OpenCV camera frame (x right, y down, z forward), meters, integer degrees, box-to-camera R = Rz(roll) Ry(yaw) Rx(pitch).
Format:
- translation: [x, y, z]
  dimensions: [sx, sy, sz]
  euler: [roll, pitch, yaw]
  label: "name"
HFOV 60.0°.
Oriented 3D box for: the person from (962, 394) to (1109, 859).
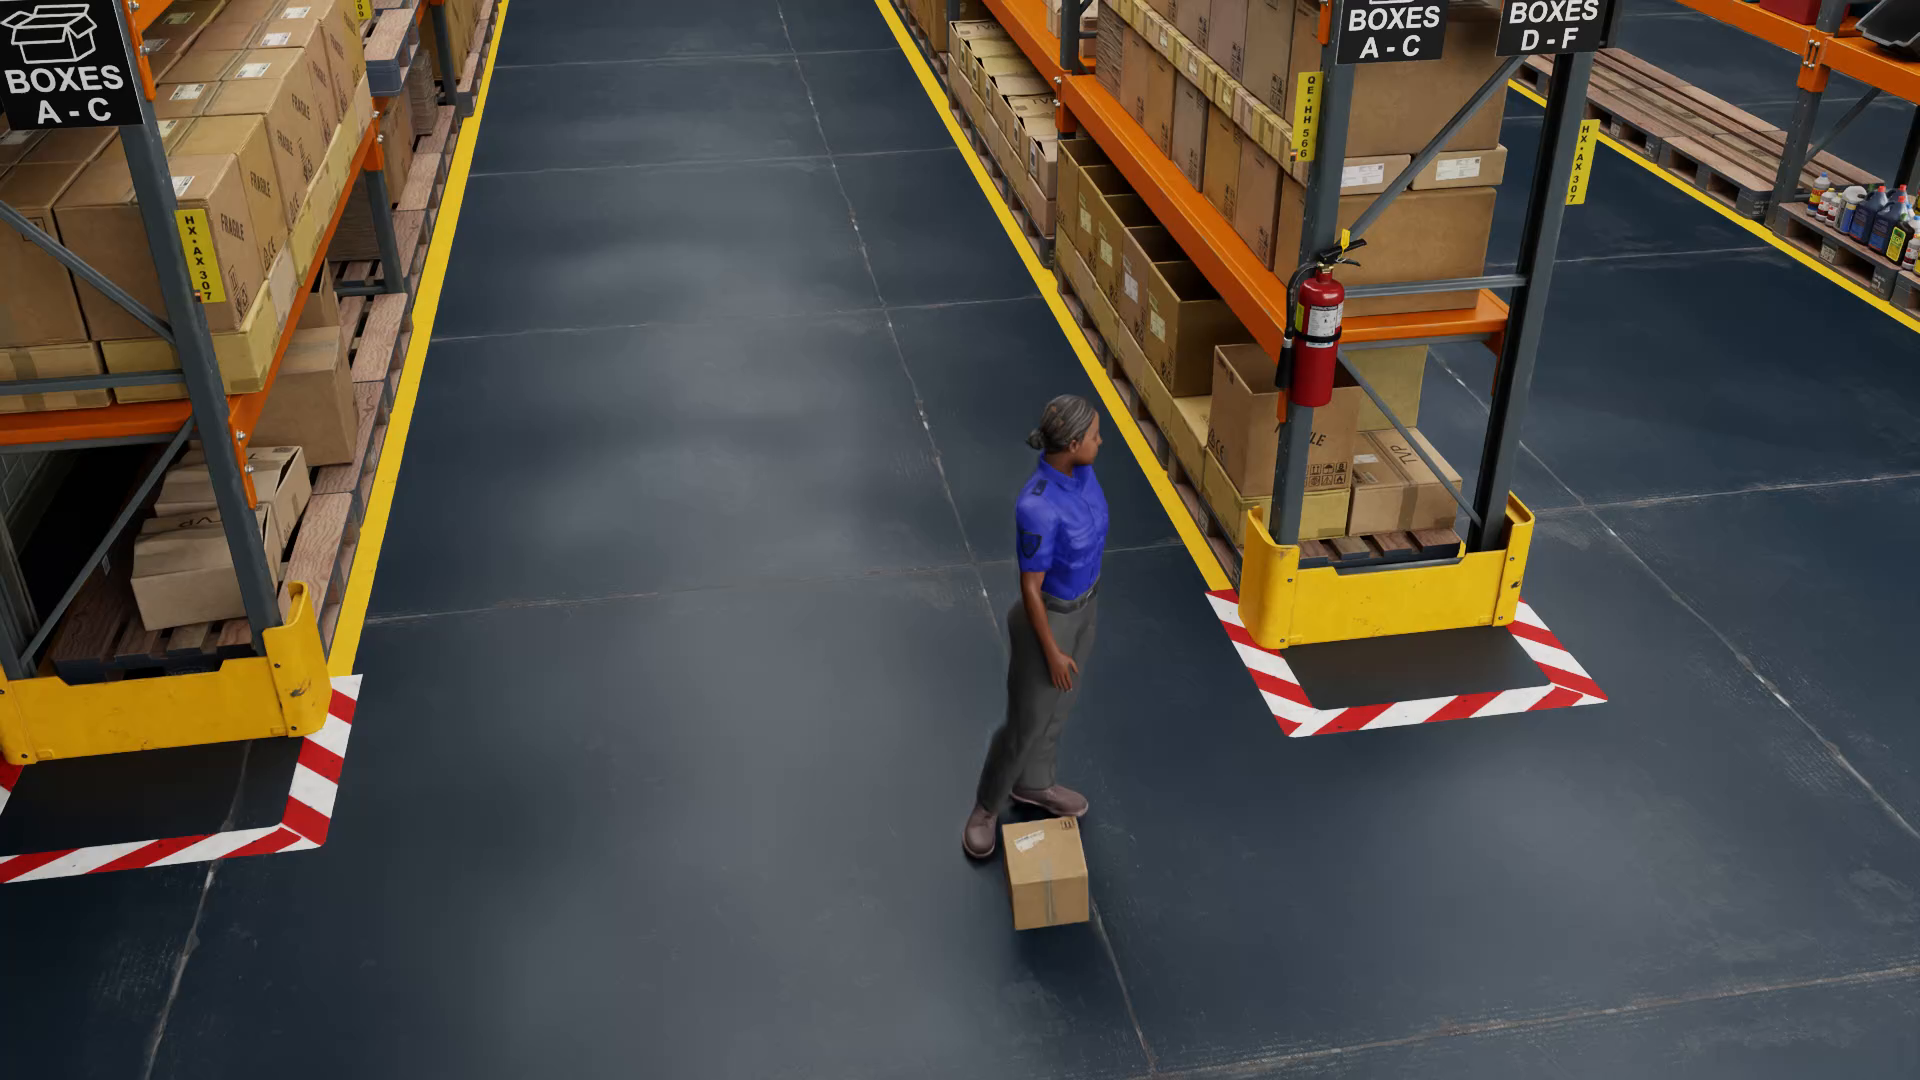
- translation: [0.271, 0.295, 5.617]
  dimensions: [0.402, 1.663, 0.613]
  euler: [16, 34, 24]
  label: "person"
